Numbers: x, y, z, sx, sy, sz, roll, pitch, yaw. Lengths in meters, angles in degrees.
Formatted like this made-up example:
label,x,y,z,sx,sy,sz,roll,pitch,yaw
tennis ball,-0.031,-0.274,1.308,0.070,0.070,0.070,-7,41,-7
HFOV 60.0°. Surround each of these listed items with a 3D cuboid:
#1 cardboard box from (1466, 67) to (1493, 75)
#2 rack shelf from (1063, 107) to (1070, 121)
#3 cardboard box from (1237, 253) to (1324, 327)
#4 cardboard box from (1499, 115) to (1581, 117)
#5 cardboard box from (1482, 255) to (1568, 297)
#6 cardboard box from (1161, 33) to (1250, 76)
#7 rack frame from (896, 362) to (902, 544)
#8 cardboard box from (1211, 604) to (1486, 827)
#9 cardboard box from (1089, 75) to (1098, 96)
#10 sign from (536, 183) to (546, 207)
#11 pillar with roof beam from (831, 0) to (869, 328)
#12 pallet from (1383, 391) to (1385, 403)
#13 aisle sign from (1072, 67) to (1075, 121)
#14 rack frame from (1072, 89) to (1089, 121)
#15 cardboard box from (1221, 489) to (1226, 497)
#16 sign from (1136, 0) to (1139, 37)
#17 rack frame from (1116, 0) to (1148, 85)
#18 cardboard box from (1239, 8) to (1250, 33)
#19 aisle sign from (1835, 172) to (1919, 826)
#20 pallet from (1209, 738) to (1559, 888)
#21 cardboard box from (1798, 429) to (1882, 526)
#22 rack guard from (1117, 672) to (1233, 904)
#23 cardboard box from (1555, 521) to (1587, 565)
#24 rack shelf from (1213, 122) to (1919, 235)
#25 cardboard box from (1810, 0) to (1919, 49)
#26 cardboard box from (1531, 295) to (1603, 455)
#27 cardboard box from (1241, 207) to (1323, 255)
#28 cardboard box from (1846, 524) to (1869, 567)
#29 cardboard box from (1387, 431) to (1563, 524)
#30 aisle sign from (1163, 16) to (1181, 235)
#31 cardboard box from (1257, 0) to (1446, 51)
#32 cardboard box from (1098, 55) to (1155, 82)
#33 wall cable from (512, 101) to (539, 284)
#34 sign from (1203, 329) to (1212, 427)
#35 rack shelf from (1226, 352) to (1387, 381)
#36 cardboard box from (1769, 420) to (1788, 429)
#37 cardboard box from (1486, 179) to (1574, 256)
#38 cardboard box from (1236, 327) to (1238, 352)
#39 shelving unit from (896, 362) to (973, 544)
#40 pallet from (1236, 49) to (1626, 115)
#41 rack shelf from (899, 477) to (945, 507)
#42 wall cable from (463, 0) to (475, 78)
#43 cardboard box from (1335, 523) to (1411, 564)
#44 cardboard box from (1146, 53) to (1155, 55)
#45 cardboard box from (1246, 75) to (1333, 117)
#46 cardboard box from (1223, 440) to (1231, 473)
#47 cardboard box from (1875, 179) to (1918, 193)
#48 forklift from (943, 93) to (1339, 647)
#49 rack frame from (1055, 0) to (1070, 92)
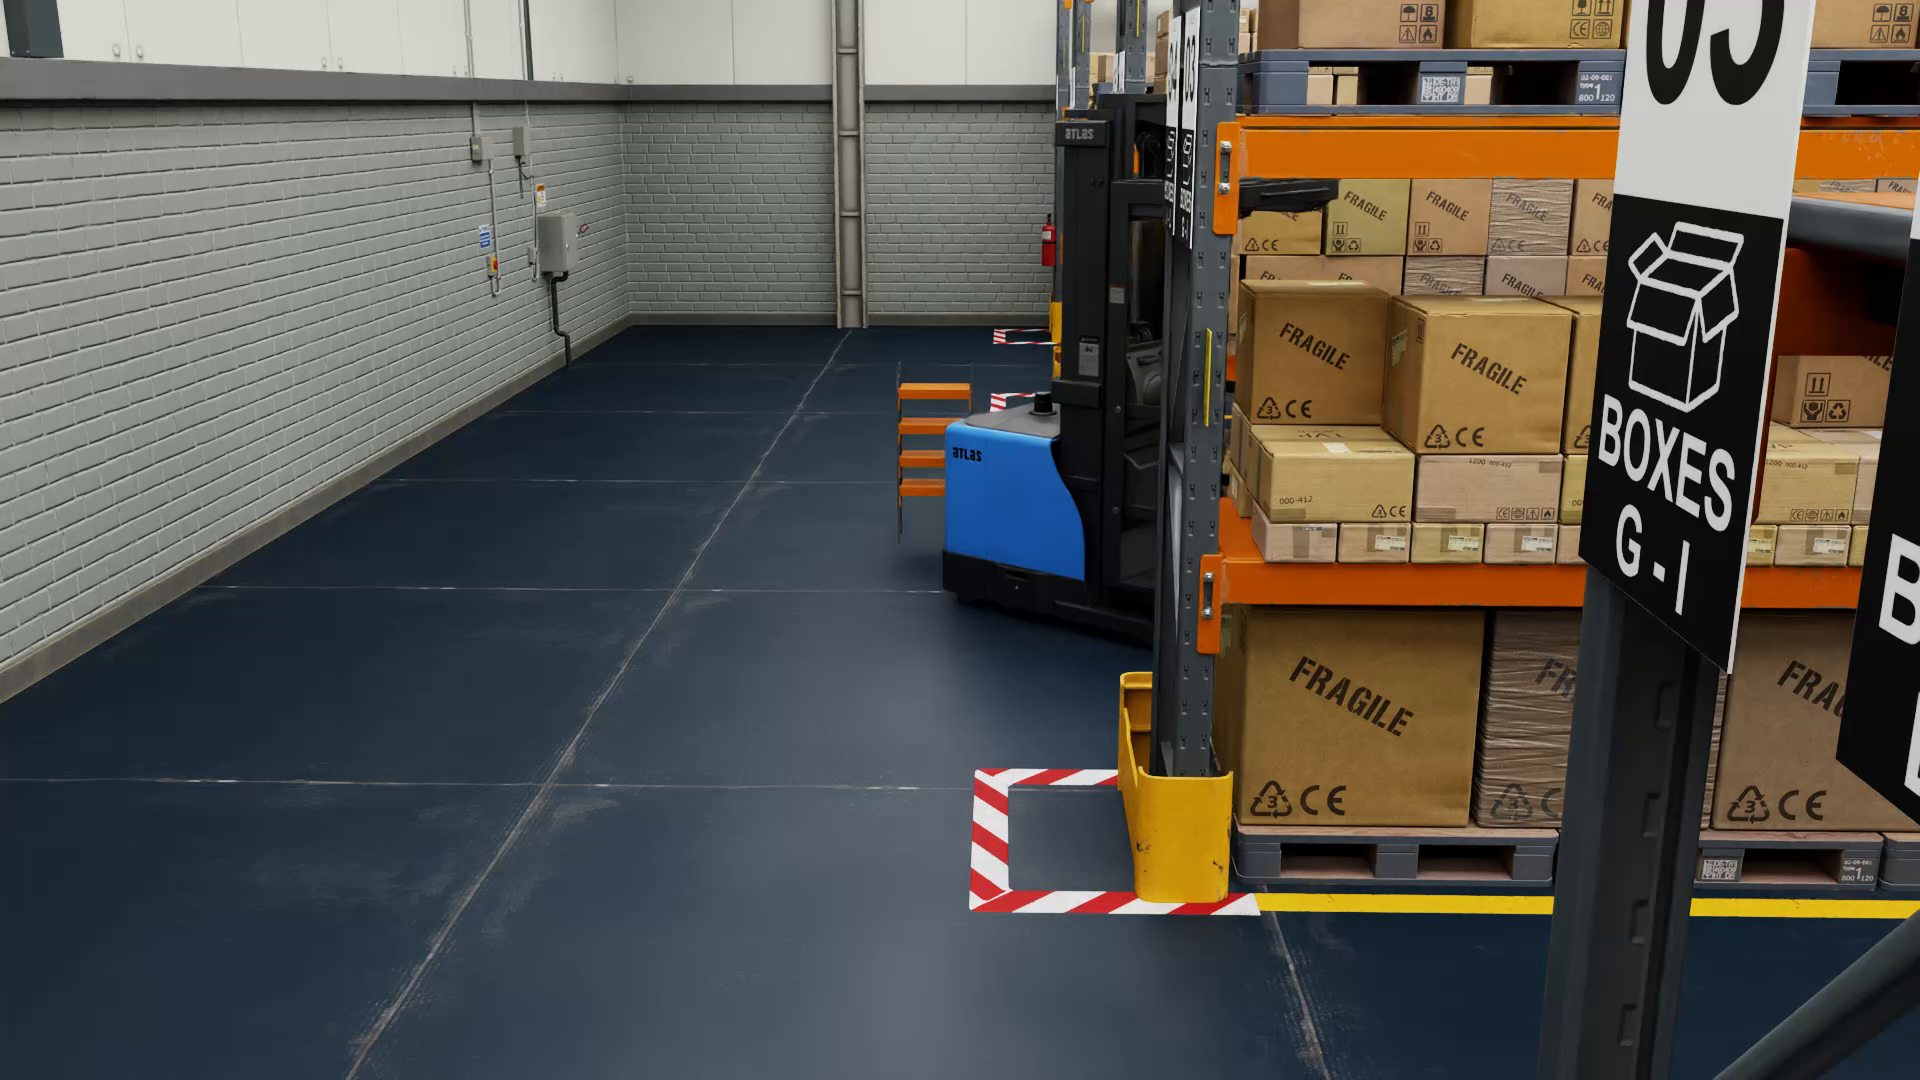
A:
label,x,y,z,sx,sy,sz,roll,pitch,yaw
cardboard box,3.065,-3.047,10.441,0.500,0.250,0.500,0,15,-1
rack shelf,3.248,-5.127,20.423,4.000,0.370,1.077,0,15,1
cardboard box,2.078,-1.630,10.860,0.500,0.500,0.500,0,15,2
cardboard box,3.595,-2.804,10.502,0.500,0.250,0.500,0,15,1
cardboard box,3.592,-1.613,10.795,0.500,0.500,0.500,0,15,1
cardboard box,1.542,-3.059,10.488,0.500,0.250,0.500,1,15,2
rack frame,-0.409,-0.583,11.197,0.015,1.200,0.240,0,15,1
cardboard box,1.514,0.564,6.665,0.875,0.875,0.875,0,15,1
cardboard box,1.685,-5.486,20.086,0.500,0.250,0.500,0,15,1
sign,-4.521,-3.724,17.955,0.001,0.242,0.339,0,15,1
pillar with roof beam,-1.534,-6.088,16.774,0.400,9.000,9.100,0,15,1
pallet,4.366,-1.422,16.316,1.213,0.211,1.003,0,15,1
aisle sign,1.046,-3.955,15.355,0.004,0.787,0.394,0,15,1
rack frame,1.126,-2.772,15.965,0.127,3.000,1.000,0,15,1
cardboard box,1.880,-0.267,11.238,0.250,0.149,0.380,0,15,1
sign,1.086,-3.243,10.159,0.005,0.325,0.100,0,15,1
rack frame,1.100,-4.409,10.412,0.127,3.000,1.000,0,15,1
cardboard box,1.672,-3.254,10.448,0.250,0.149,0.380,1,15,4
aisle sign,0.666,-0.163,0.981,0.004,0.787,0.394,0,15,1
pallet,1.674,1.089,6.798,1.213,0.211,1.003,0,15,1
cardboard box,3.395,-0.232,6.048,0.500,0.250,0.500,1,15,3
rack guard,0.848,0.964,6.705,0.348,0.500,1.175,0,15,1
cardboard box,2.246,-0.030,6.067,0.250,0.149,0.380,0,15,0
rack shelf,2.872,-1.334,6.046,4.000,0.370,1.077,0,15,1
cardboard box,3.031,-2.002,5.954,0.500,0.500,0.700,1,15,4
cardboard box,2.363,-0.601,5.979,0.500,0.500,0.500,0,15,0
cardboard box,2.047,-2.112,10.725,0.500,0.500,0.500,1,15,3
cardboard box,3.273,-0.023,6.041,0.250,0.149,0.380,0,15,1
cardboard box,1.865,-0.242,6.088,0.500,0.250,0.500,0,15,1
aisle sign,0.808,-1.578,6.346,0.004,0.787,0.394,0,15,1
cardboard box,1.394,-2.005,5.963,0.500,0.500,0.700,-1,15,-2
cardboard box,1.578,-4.421,15.611,0.500,0.250,0.500,-1,15,-4
wall cable,-4.487,-3.655,17.323,0.122,1.984,0.588,0,15,1
sign,0.852,-0.560,5.729,0.005,0.325,0.100,0,15,1
rack shelf,3.100,-1.148,11.220,4.000,0.370,1.077,0,15,1
cardboard box,2.900,-0.371,6.577,0.500,0.250,0.500,0,15,2
cardboard box,3.594,-2.101,10.685,0.500,0.500,0.500,1,15,3
cardboard box,1.939,-1.295,10.860,0.250,0.149,0.380,0,15,0
shelving unit,-0.165,-0.581,11.191,0.503,1.200,0.258,0,15,1
pallet,1.614,-1.650,6.006,1.213,0.211,1.003,0,15,1
rack shelf,-0.165,-0.324,11.259,0.480,0.148,0.258,0,15,1
wall cable,-4.568,-5.637,15.068,0.029,3.000,0.463,0,15,1
cardboard box,1.475,-0.035,6.085,0.250,0.149,0.380,0,15,1
cardboard box,2.194,-5.726,20.013,0.500,0.250,0.500,0,15,1
cardboard box,2.069,-2.814,10.539,0.500,0.250,0.500,1,15,3
cardboard box,1.894,-0.560,11.180,0.250,0.149,0.380,1,15,2
cardboard box,8.599,-3.188,15.387,0.500,0.500,0.500,0,15,0
forklift,1.362,-0.921,9.084,3.031,2.935,1.130,12,19,37
rack frame,1.249,-6.938,19.998,0.127,3.000,1.000,0,15,1
